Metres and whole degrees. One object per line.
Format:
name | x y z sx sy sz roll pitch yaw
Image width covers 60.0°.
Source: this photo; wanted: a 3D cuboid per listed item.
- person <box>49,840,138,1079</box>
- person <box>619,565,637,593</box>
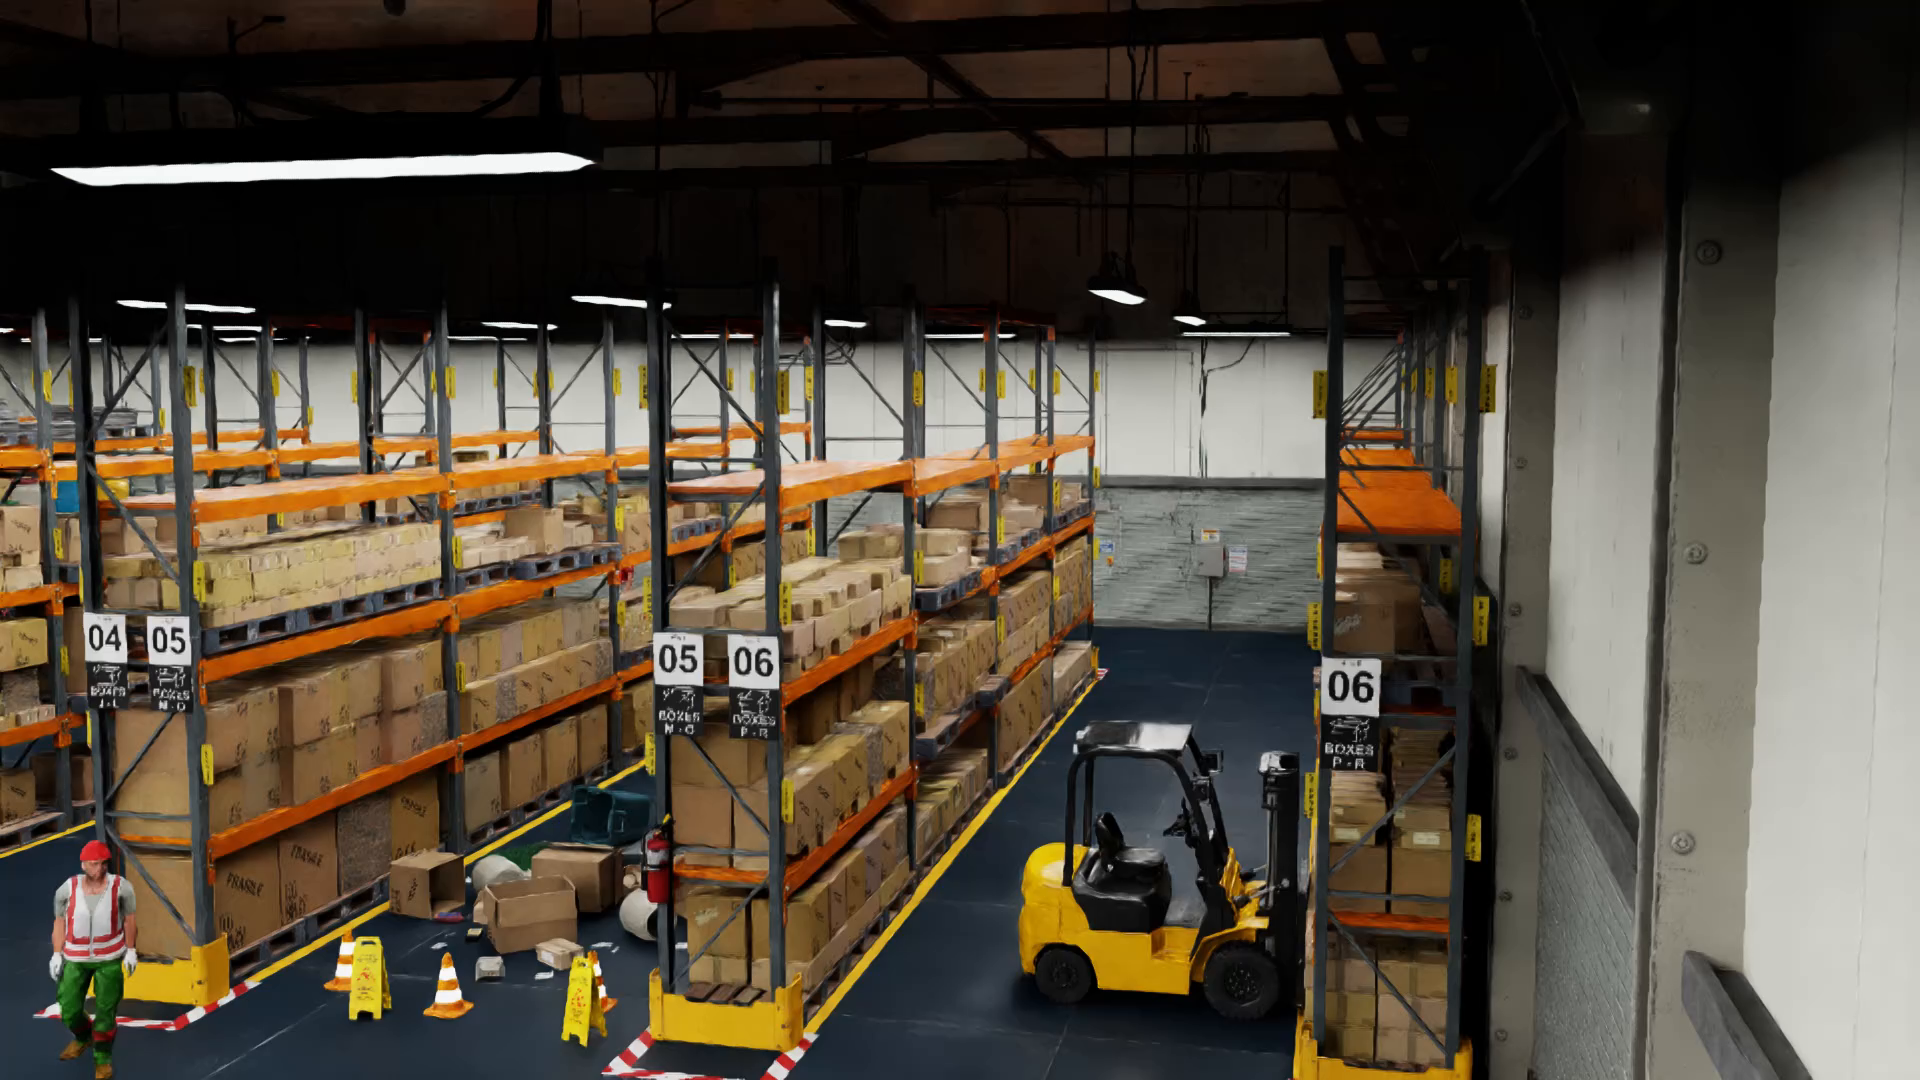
person | -6.368 3.051 12.231 0.589 1.780 0.572 -2 6 -22
person | -6.524 0.966 32.965 0.503 1.717 0.707 -2 6 -17
